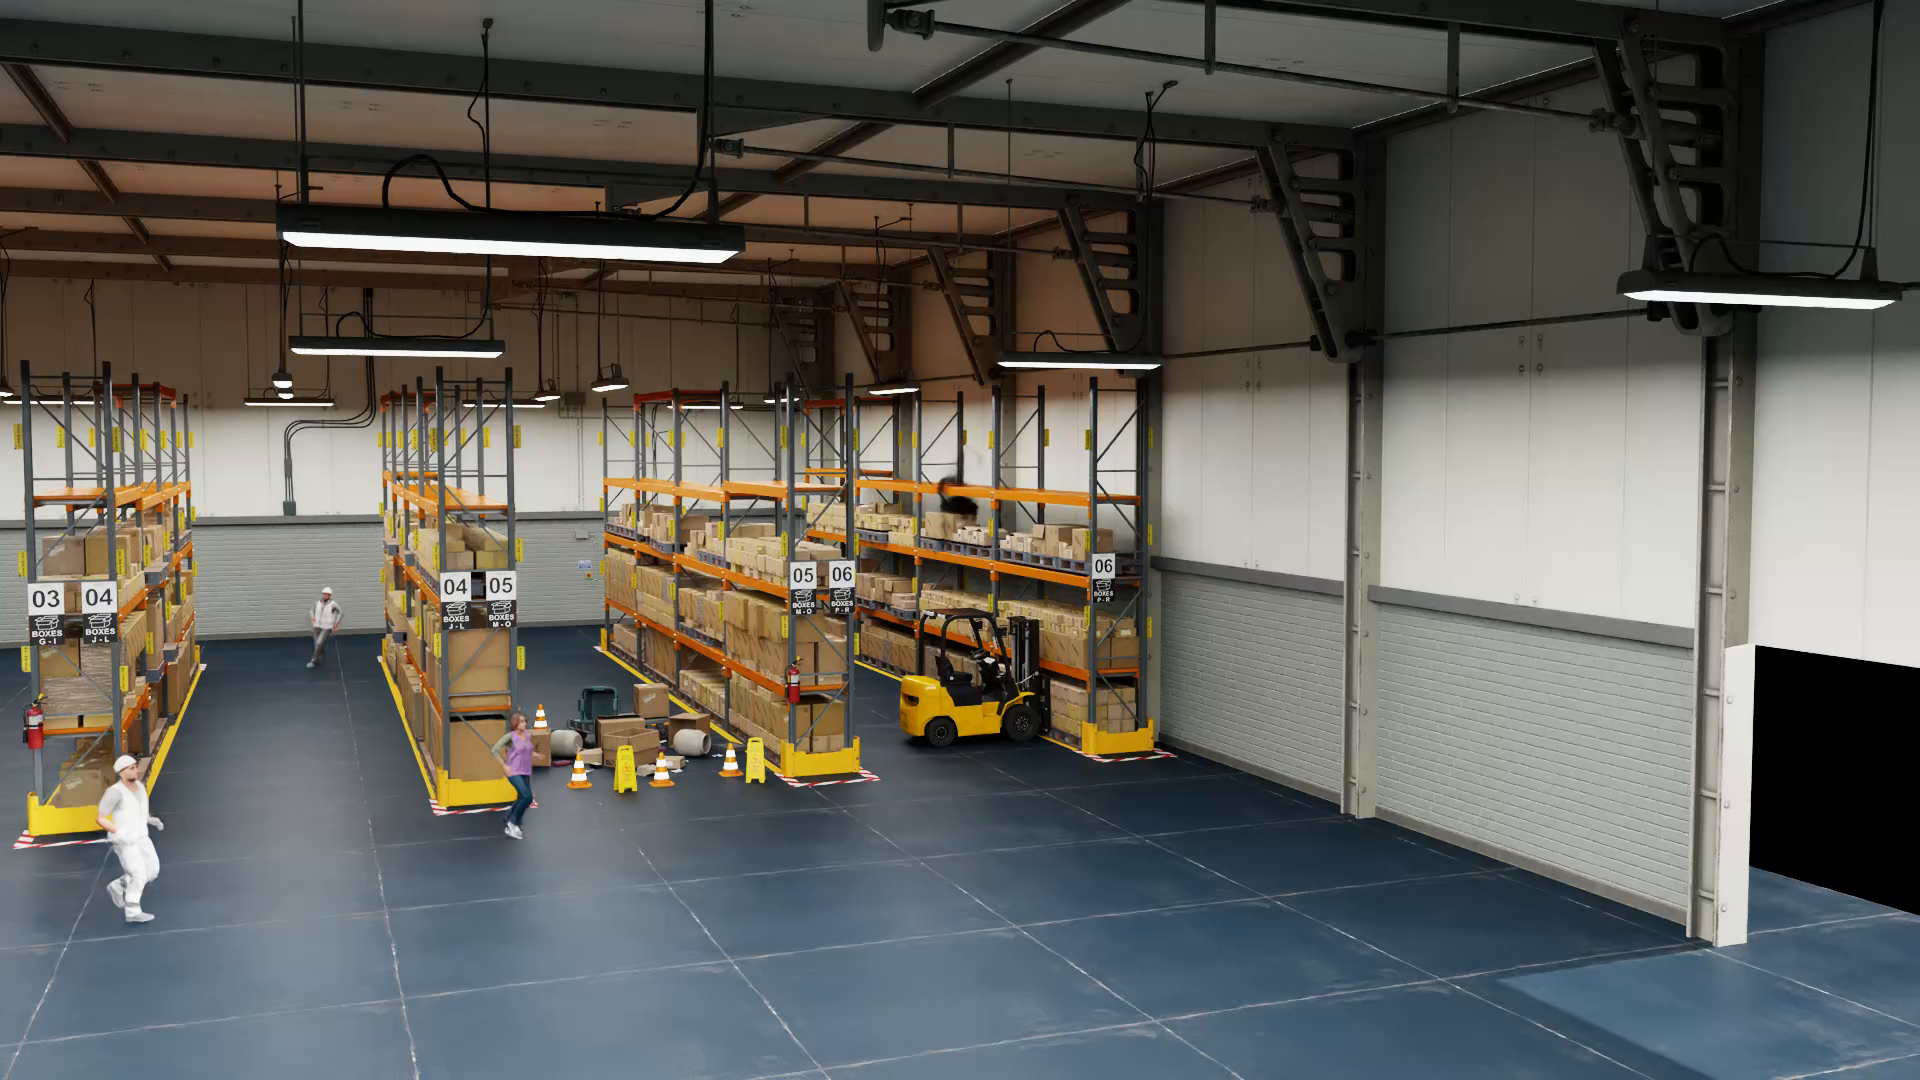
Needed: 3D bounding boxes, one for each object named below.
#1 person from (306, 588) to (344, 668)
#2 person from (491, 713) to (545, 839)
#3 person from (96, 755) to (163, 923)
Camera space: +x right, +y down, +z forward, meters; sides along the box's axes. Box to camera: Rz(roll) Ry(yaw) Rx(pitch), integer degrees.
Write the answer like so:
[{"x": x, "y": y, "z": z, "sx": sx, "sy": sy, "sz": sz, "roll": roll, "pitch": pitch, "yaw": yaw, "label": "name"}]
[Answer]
[{"x": -14.038, "y": 1.918, "z": 36.719, "sx": 0.719, "sy": 1.733, "sz": 0.932, "roll": 0, "pitch": 3, "yaw": 6, "label": "person"}, {"x": -5.515, "y": 2.955, "z": 20.828, "sx": 0.618, "sy": 1.572, "sz": 0.510, "roll": 2, "pitch": 4, "yaw": 28, "label": "person"}, {"x": -8.635, "y": 3.093, "z": 17.222, "sx": 0.612, "sy": 1.742, "sz": 0.643, "roll": 1, "pitch": 4, "yaw": 12, "label": "person"}]
